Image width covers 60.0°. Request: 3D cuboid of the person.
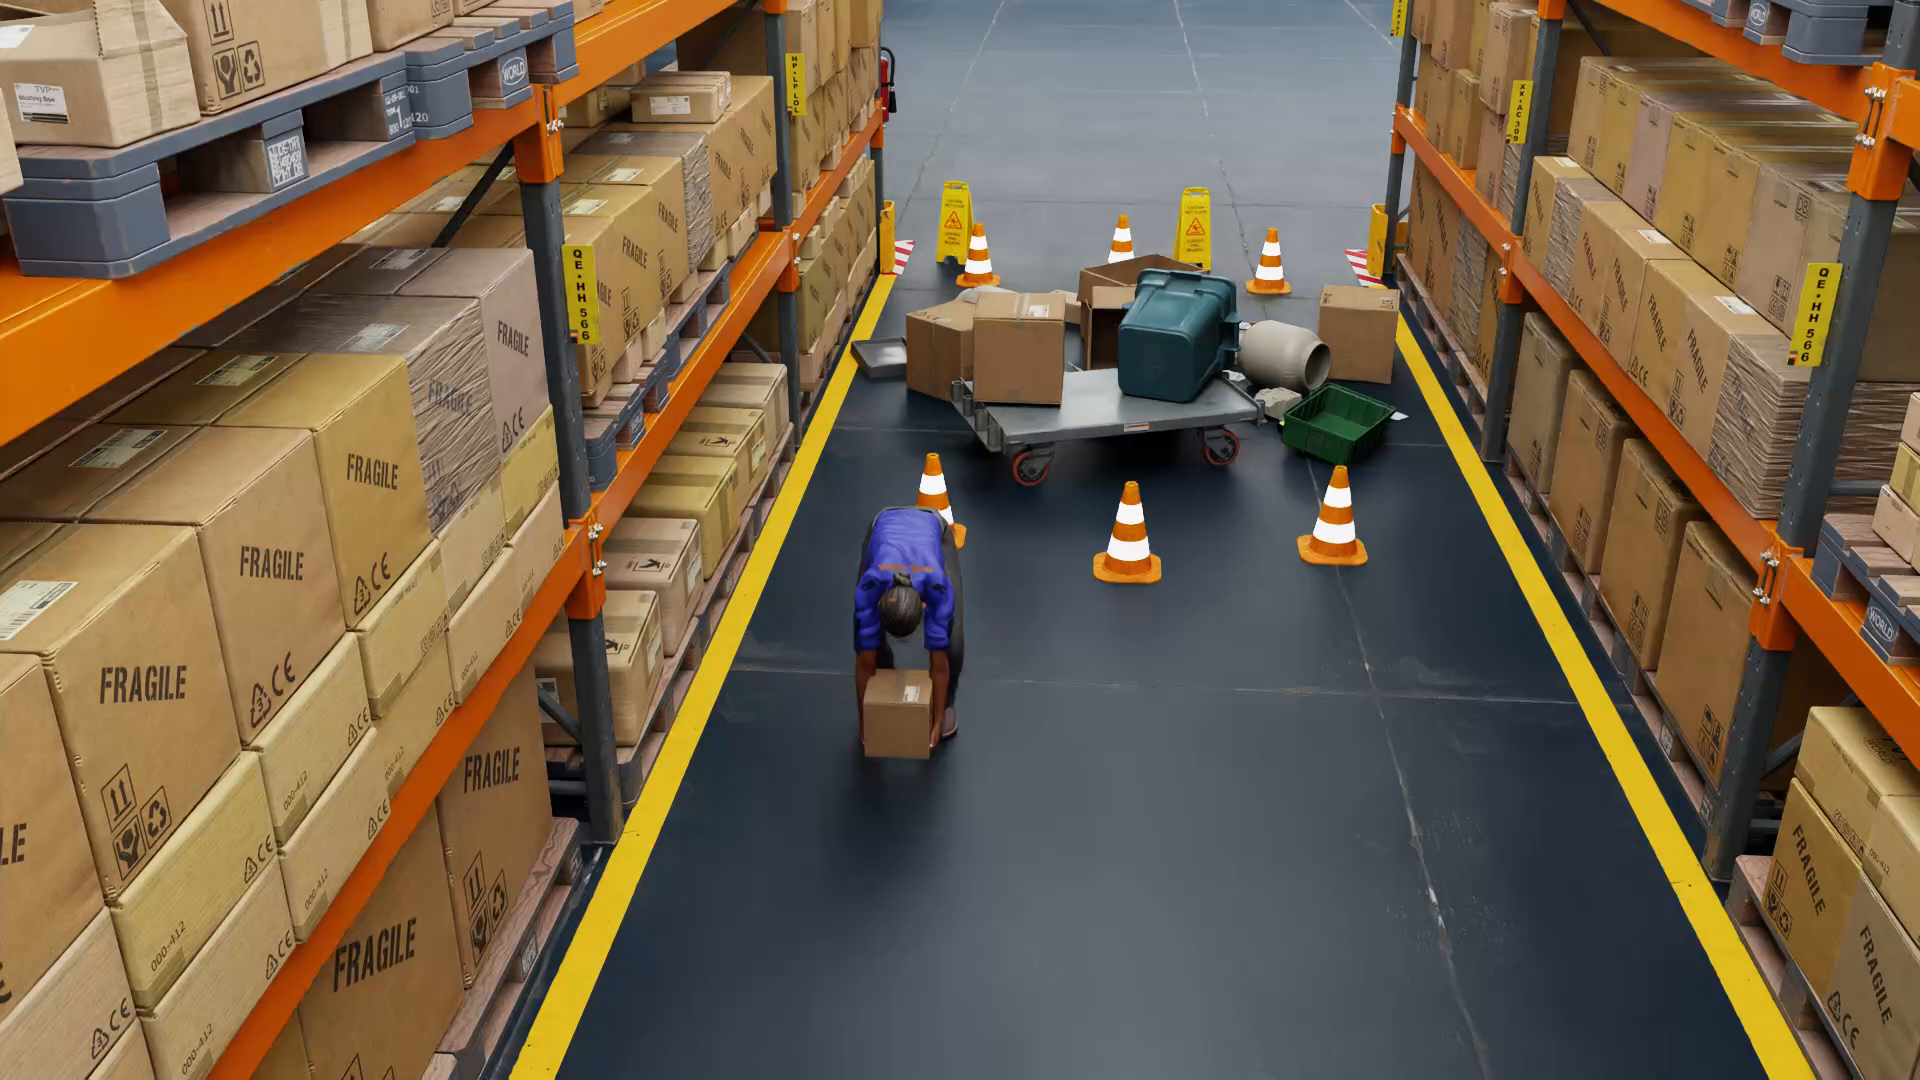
[{"bbox_3d":[-0.207,0.407,6.574,0.446,0.954,0.876,1,25,2],"label":"person"}]
